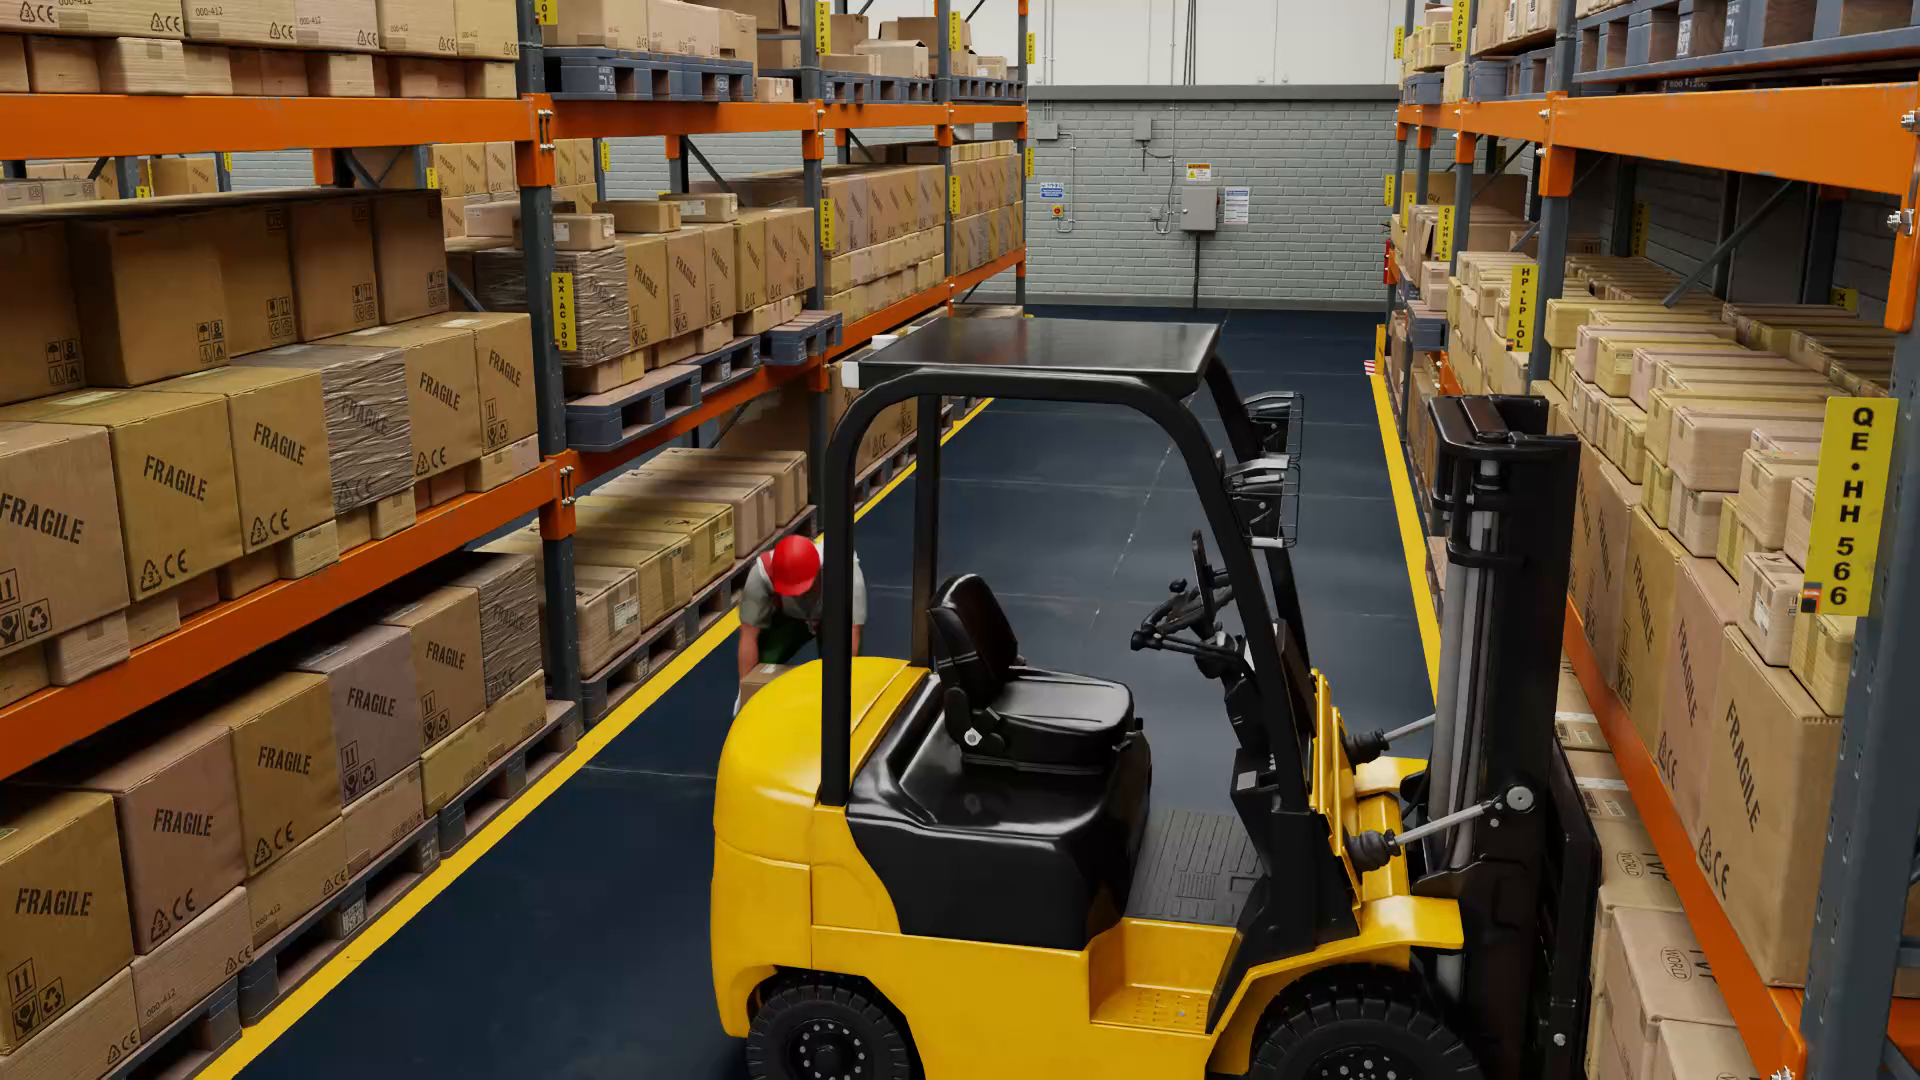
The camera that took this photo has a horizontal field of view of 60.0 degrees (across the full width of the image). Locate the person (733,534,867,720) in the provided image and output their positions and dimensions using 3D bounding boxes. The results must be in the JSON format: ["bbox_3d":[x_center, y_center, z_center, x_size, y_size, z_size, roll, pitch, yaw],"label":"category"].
[{"bbox_3d":[-0.655,0.413,7.337,0.570,1.056,0.859,3,15,11],"label":"person"}]
